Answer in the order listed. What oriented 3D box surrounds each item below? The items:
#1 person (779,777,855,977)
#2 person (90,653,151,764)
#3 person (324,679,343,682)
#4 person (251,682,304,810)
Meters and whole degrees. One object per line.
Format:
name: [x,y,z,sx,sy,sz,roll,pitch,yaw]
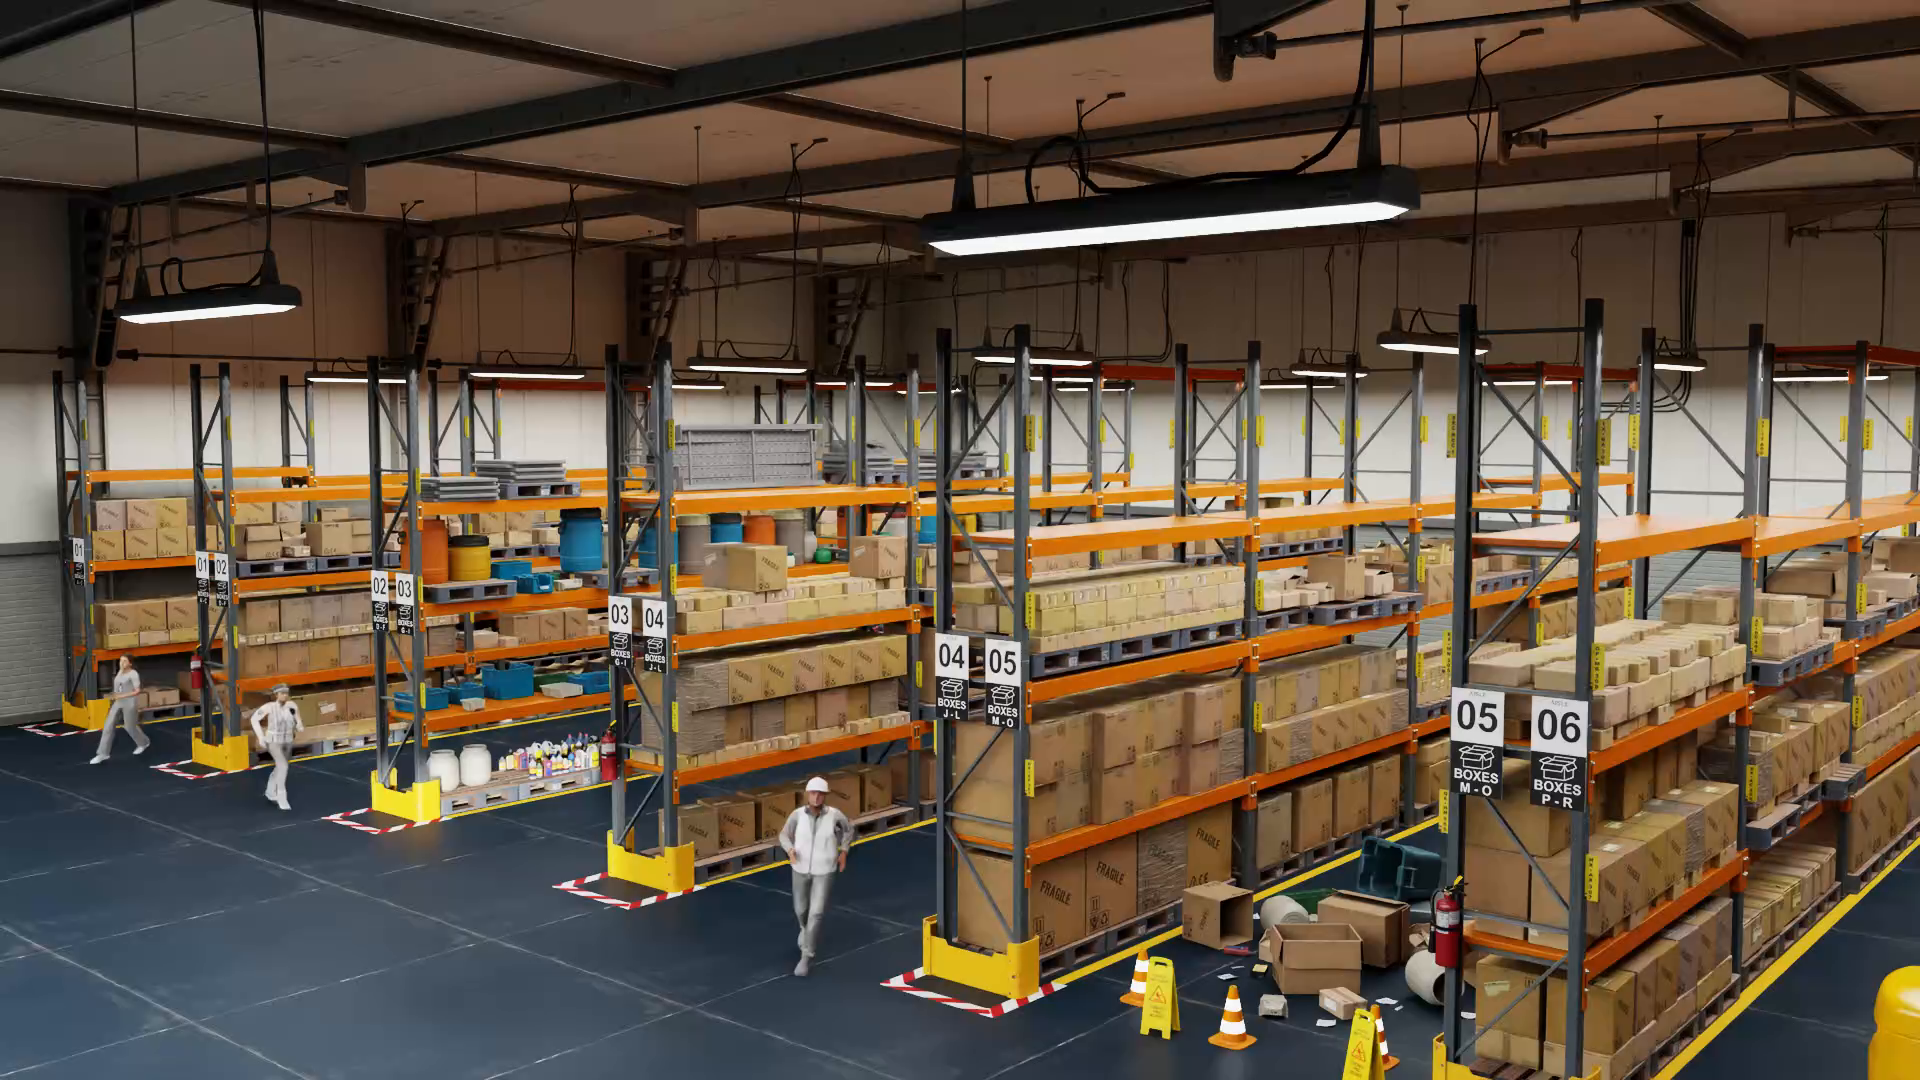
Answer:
person: [-1.380,3.133,15.779,0.699,1.773,0.976,0,4,6]
person: [-12.575,2.516,25.123,0.605,1.624,0.947,2,4,22]
person: [-10.547,2.320,27.915,0.653,1.702,0.753,3,5,39]
person: [-9.094,2.738,22.232,0.797,1.714,0.605,3,5,37]
